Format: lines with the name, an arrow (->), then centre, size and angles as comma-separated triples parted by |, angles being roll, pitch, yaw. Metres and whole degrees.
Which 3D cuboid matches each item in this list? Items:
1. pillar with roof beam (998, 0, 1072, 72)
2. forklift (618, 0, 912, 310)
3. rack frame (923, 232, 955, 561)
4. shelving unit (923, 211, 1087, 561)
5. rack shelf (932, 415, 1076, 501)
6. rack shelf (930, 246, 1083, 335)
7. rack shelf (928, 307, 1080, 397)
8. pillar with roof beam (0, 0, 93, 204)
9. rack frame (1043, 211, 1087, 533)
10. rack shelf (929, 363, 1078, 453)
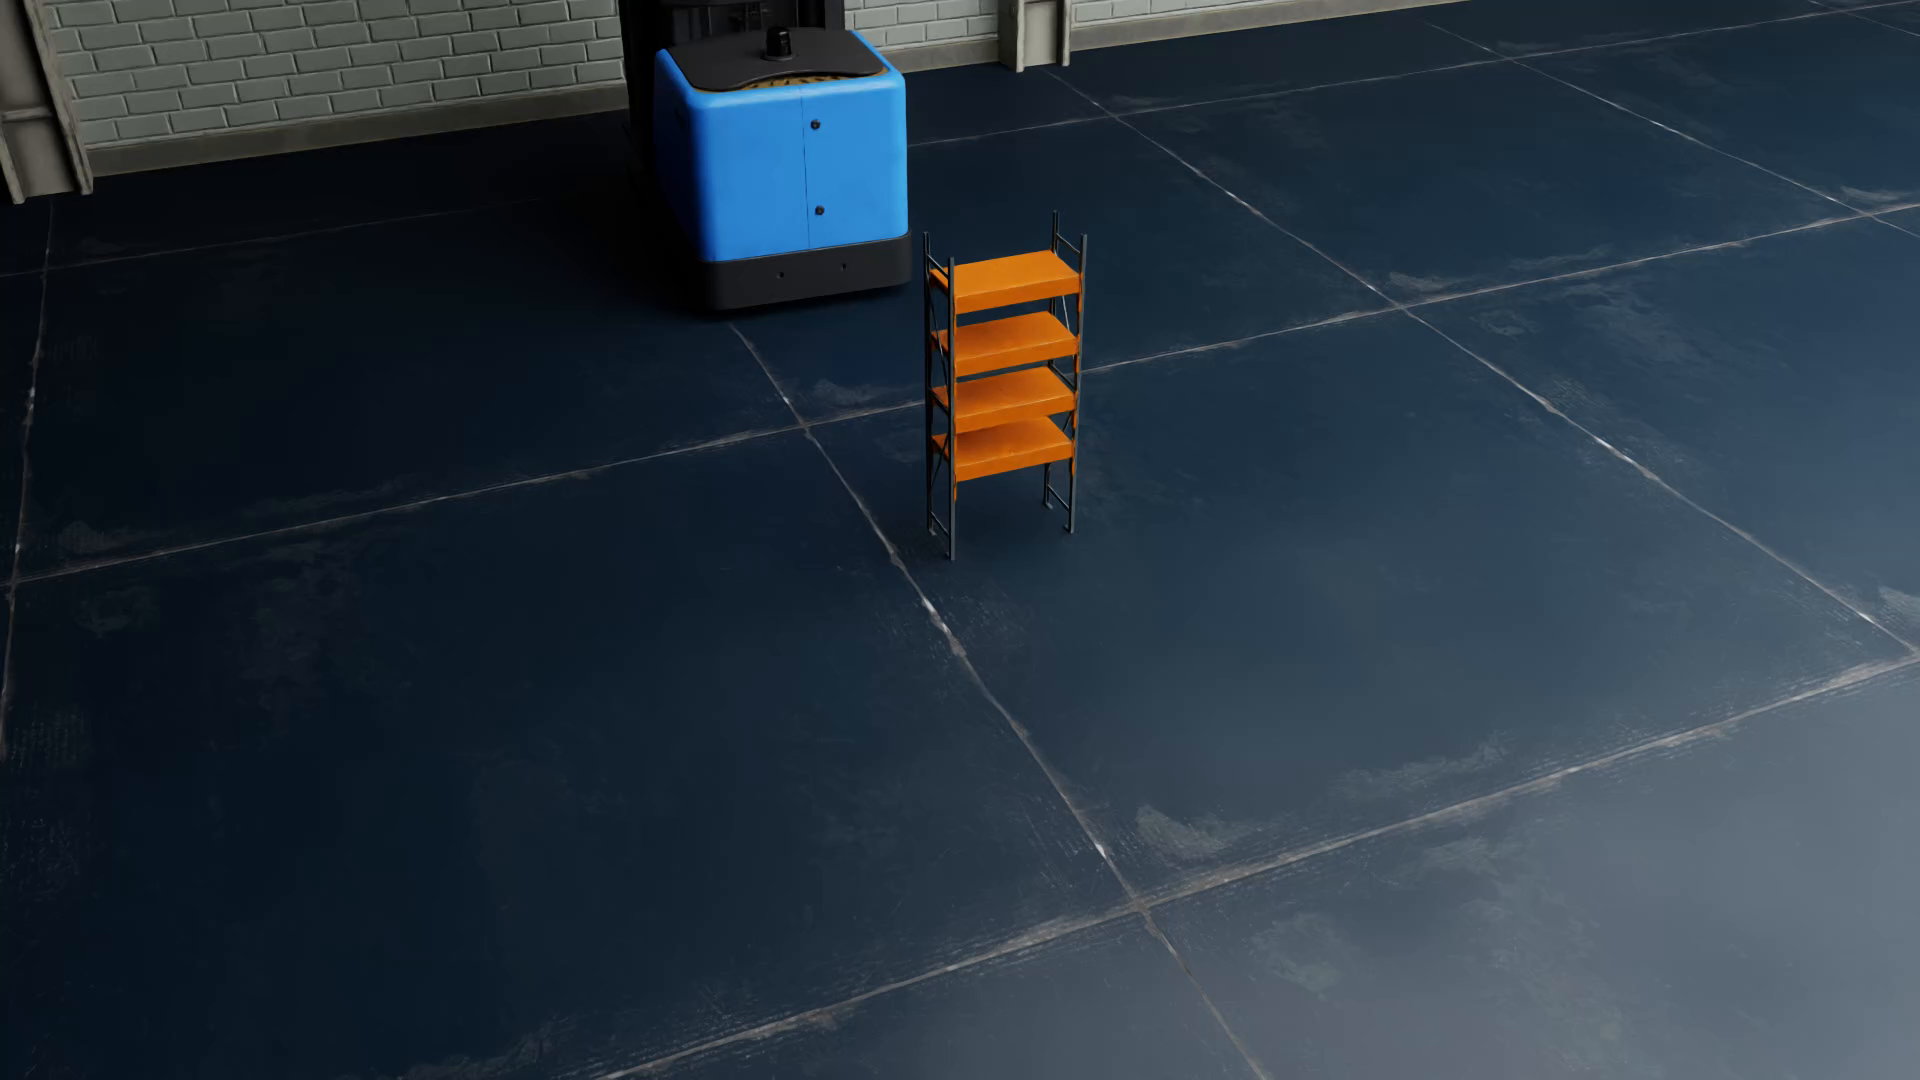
pillar with roof beam -> 2.161, -4.822, 5.410 | 0.400, 9.000, 9.100 | -13, 35, -19
forklift -> -1.198, -3.098, 8.323 | 1.130, 2.935, 3.031 | -11, 35, -16
rack frame -> -0.072, -0.486, 5.897 | 0.015, 1.200, 0.240 | -13, 35, -19
shelving unit -> 0.153, -0.538, 5.976 | 0.503, 1.200, 0.258 | -13, 35, -19
rack shelf -> 0.153, -0.315, 6.121 | 0.480, 0.148, 0.258 | -13, 35, -19
rack shelf -> 0.153, -0.867, 5.762 | 0.480, 0.148, 0.258 | -13, 35, -19
rack shelf -> 0.153, -0.669, 5.891 | 0.480, 0.148, 0.258 | -13, 35, -19
pillar with roof beam -> -3.371, -3.555, 3.463 | 0.400, 9.000, 9.100 | -13, 35, -19
rack frame -> 0.378, -0.589, 6.056 | 0.015, 1.200, 0.240 | -13, 35, -19
rack shelf -> 0.153, -0.481, 6.013 | 0.480, 0.148, 0.258 | -13, 35, -19
